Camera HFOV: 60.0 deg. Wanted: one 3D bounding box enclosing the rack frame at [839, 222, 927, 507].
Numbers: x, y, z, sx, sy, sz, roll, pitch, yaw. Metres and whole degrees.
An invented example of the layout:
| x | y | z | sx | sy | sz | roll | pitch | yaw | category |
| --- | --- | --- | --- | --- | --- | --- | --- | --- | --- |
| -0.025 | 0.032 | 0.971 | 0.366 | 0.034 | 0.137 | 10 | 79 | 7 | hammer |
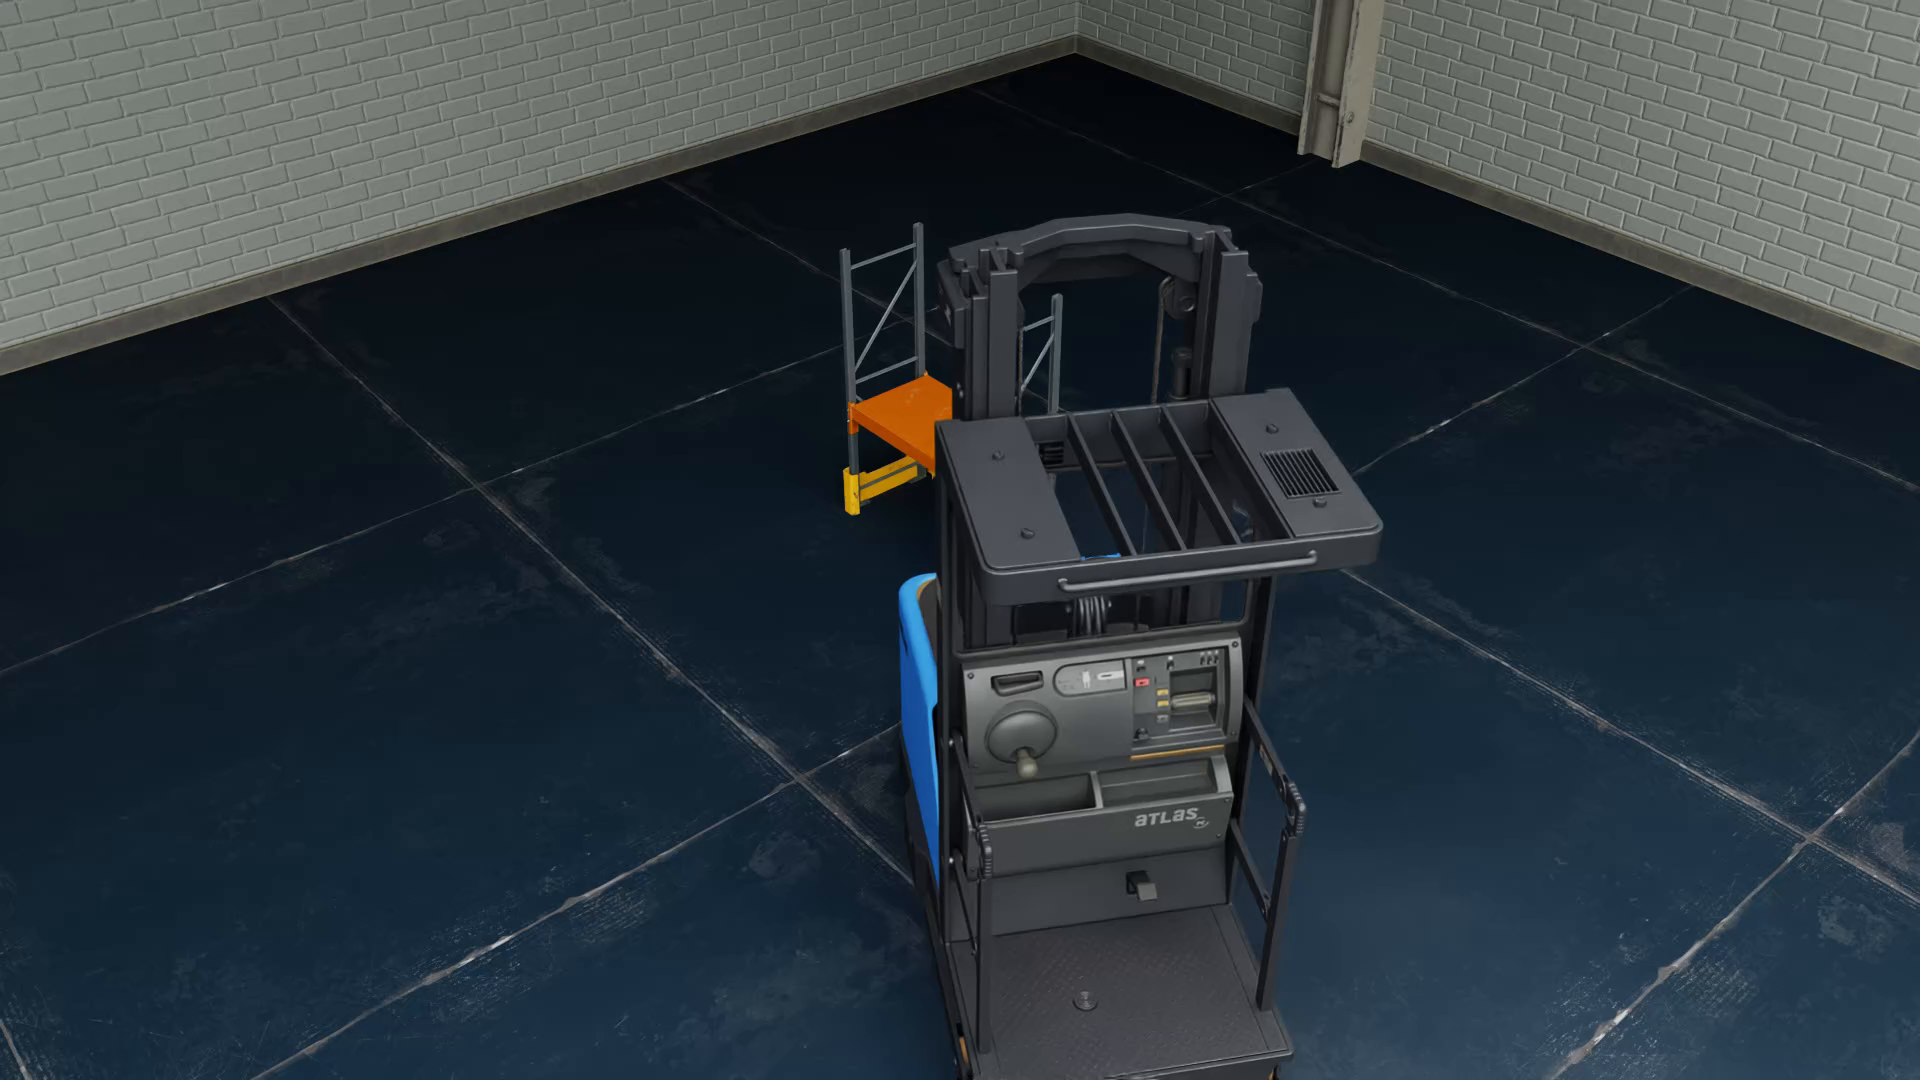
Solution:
| x | y | z | sx | sy | sz | roll | pitch | yaw | category |
| --- | --- | --- | --- | --- | --- | --- | --- | --- | --- |
| -0.383 | -0.874 | 8.588 | 0.500 | 1.500 | 0.032 | -26 | 43 | -32 | rack frame |

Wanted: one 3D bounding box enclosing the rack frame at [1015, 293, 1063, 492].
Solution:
| x | y | z | sx | sy | sz | roll | pitch | yaw | category |
| --- | --- | --- | --- | --- | --- | --- | --- | --- | --- |
| 0.273 | -0.425 | 7.954 | 0.500 | 1.500 | 0.032 | -26 | 43 | -32 | rack frame |

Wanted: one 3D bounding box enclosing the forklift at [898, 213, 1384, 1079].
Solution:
| x | y | z | sx | sy | sz | roll | pitch | yaw | category |
| --- | --- | --- | --- | --- | --- | --- | --- | --- | --- |
| 0.513 | 0.608 | 5.256 | 1.130 | 2.935 | 3.031 | -6 | 36 | -8 | forklift |

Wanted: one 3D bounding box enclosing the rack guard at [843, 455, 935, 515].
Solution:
| x | y | z | sx | sy | sz | roll | pitch | yaw | category |
| --- | --- | --- | --- | --- | --- | --- | --- | --- | --- |
| -0.371 | -0.356 | 8.937 | 0.587 | 0.250 | 0.087 | -26 | 43 | -32 | rack guard |

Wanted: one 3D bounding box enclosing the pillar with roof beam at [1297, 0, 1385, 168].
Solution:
| x | y | z | sx | sy | sz | roll | pitch | yaw | category |
| --- | --- | --- | --- | --- | --- | --- | --- | --- | --- |
| -0.437 | -5.036 | 7.975 | 9.100 | 9.000 | 0.400 | -26 | 43 | -32 | pillar with roof beam |

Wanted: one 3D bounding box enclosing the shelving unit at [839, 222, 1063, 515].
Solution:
| x | y | z | sx | sy | sz | roll | pitch | yaw | category |
| --- | --- | --- | --- | --- | --- | --- | --- | --- | --- |
| -0.049 | -0.646 | 8.265 | 0.587 | 1.500 | 1.083 | -26 | 43 | -32 | shelving unit |

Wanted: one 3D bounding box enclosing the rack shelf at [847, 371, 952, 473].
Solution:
| x | y | z | sx | sy | sz | roll | pitch | yaw | category |
| --- | --- | --- | --- | --- | --- | --- | --- | --- | --- |
| -0.055 | -0.503 | 8.375 | 0.538 | 0.185 | 1.000 | -26 | 43 | -32 | rack shelf |
